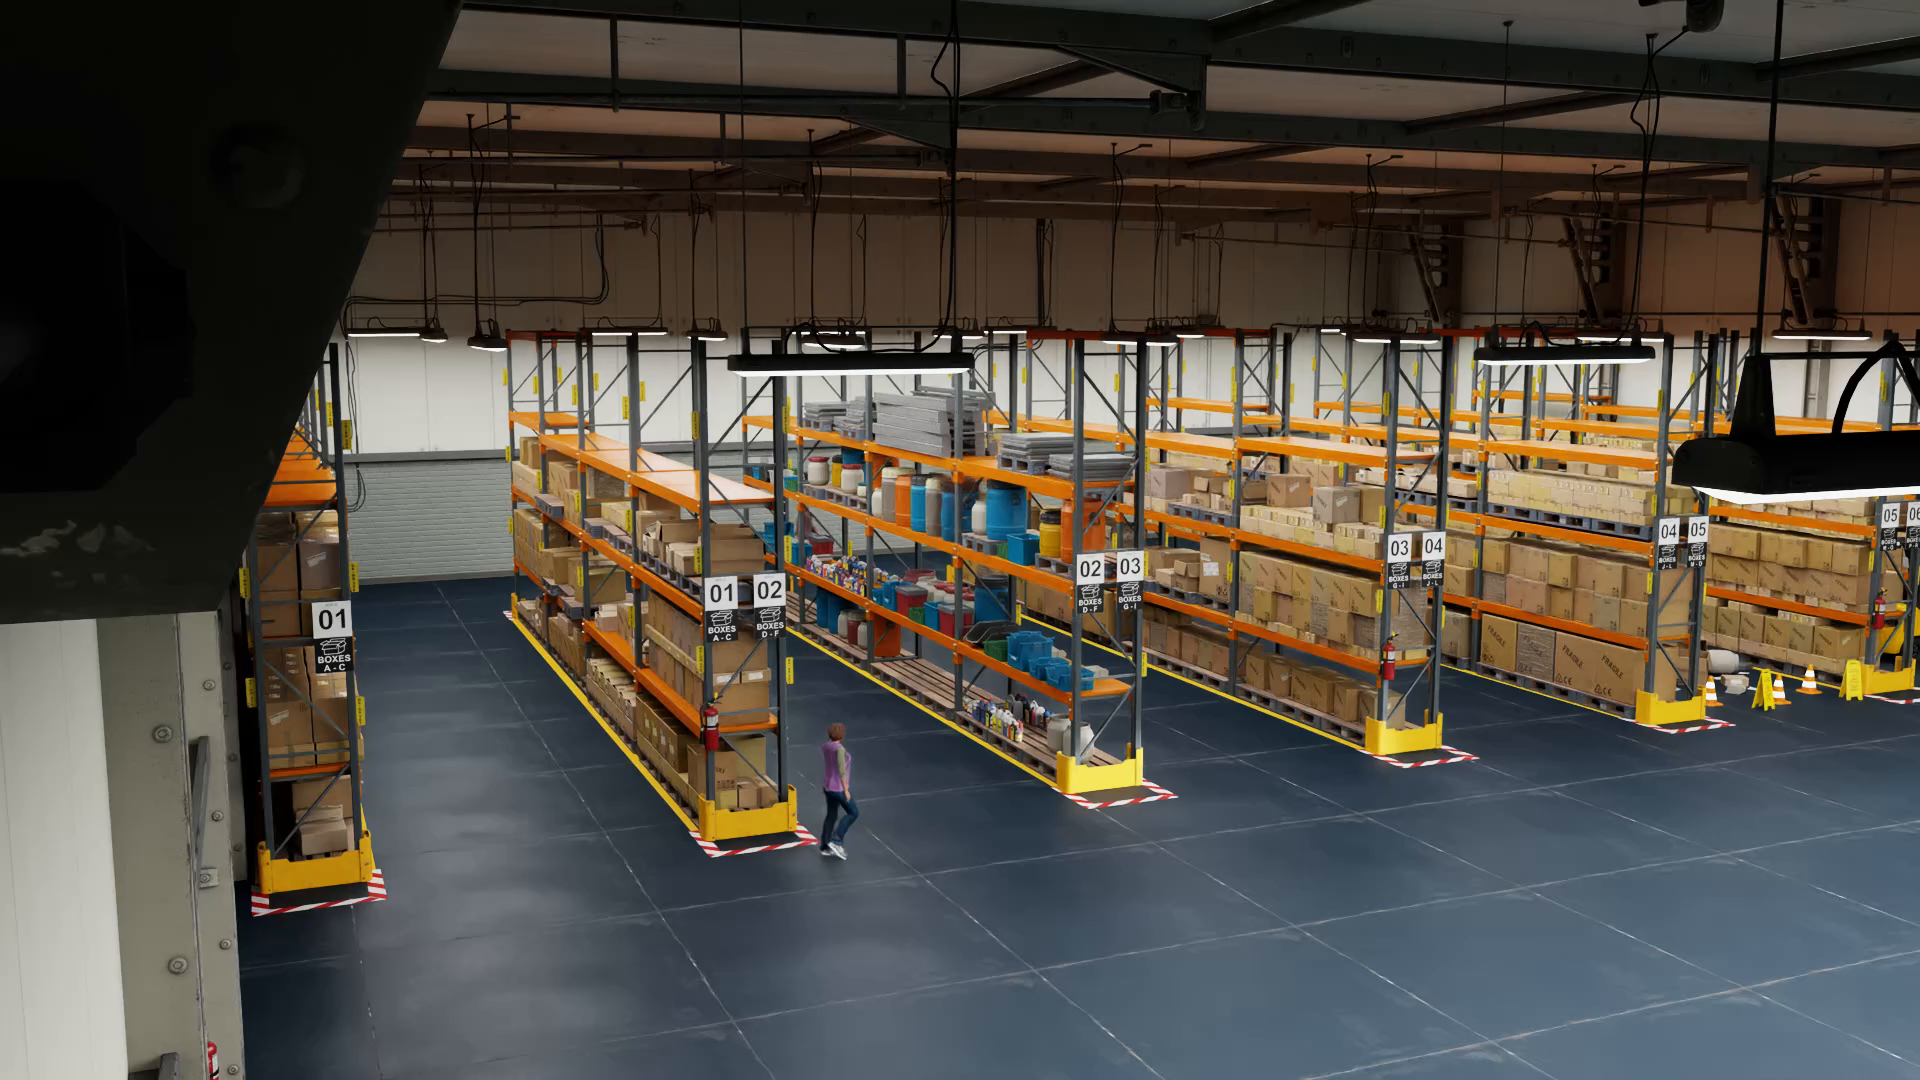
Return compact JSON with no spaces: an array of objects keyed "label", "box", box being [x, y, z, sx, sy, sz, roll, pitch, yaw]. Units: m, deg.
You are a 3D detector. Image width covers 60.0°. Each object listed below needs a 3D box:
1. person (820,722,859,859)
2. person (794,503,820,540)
[{"label":"person","box":[-1.432,2.907,19.390,0.418,1.607,0.443,-4,9,-28]},{"label":"person","box":[-3.760,-0.142,41.255,1.091,1.727,0.570,0,8,3]}]
